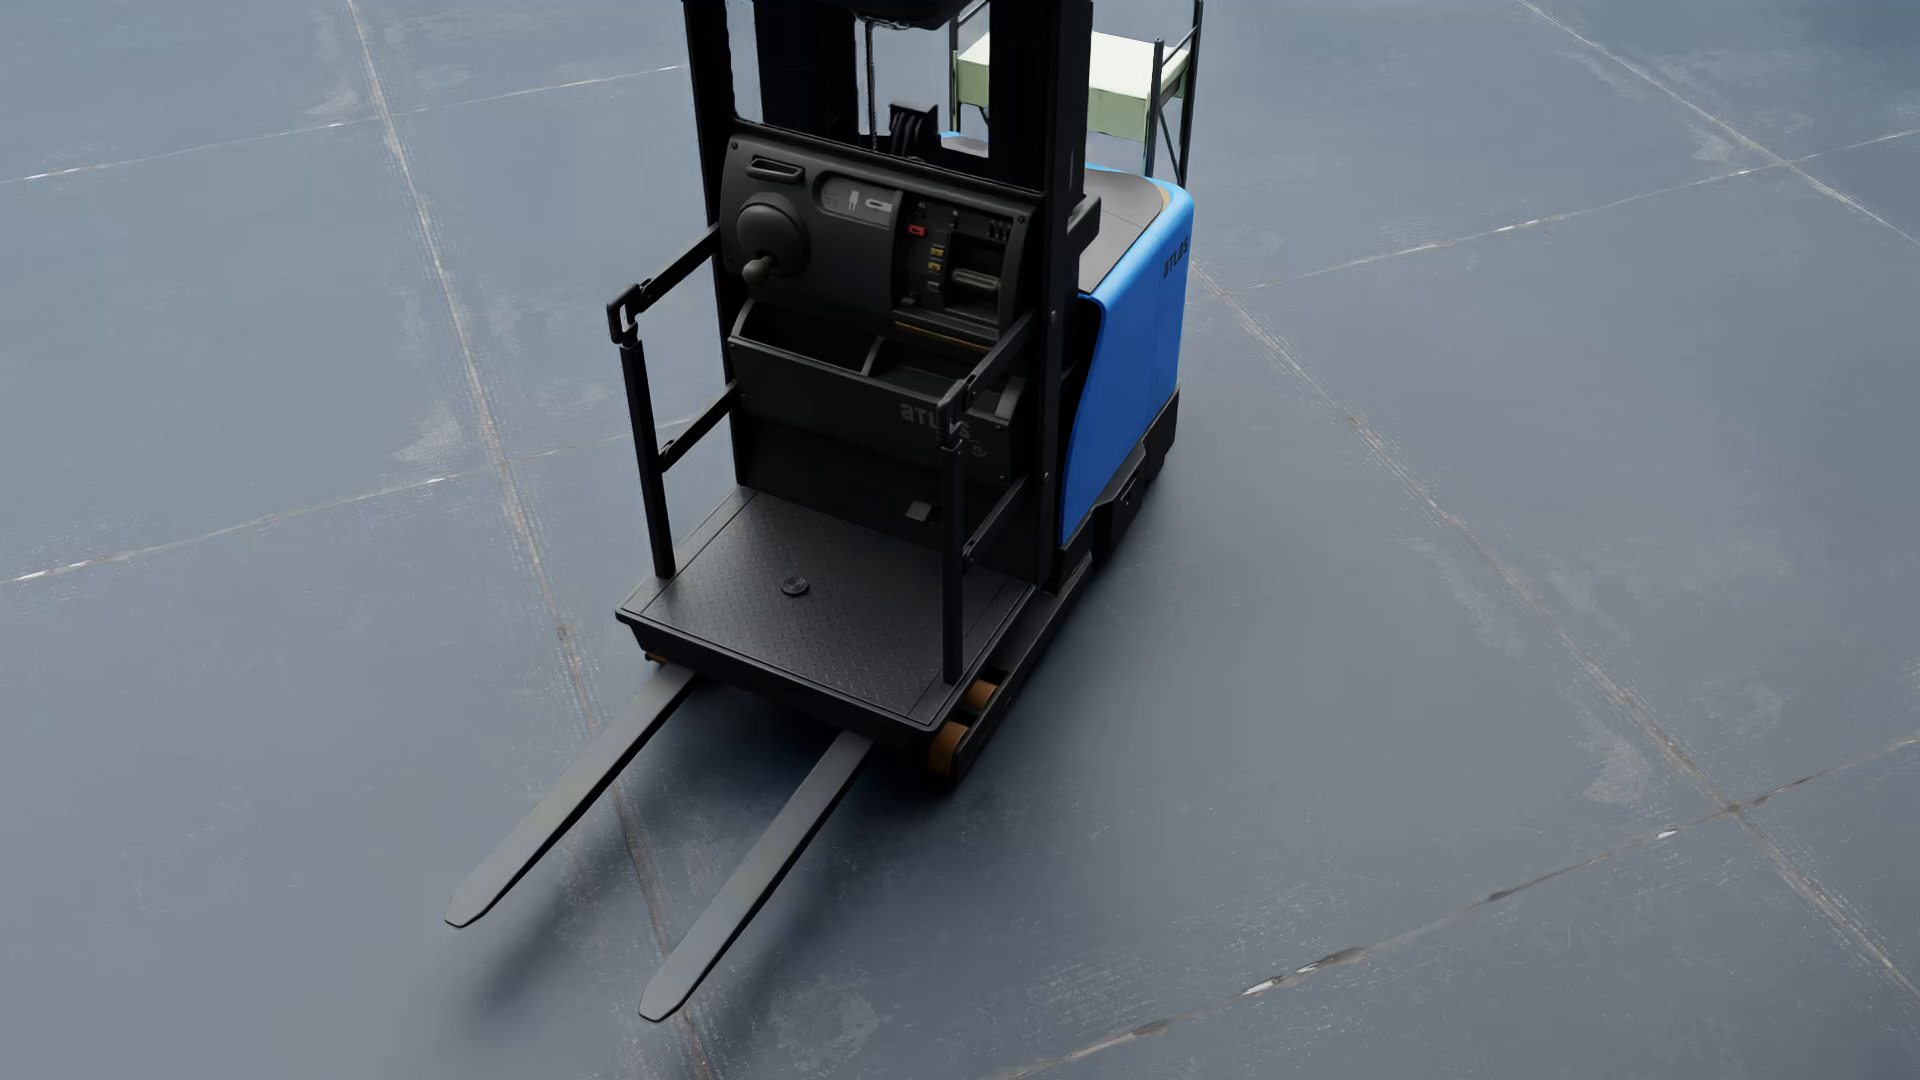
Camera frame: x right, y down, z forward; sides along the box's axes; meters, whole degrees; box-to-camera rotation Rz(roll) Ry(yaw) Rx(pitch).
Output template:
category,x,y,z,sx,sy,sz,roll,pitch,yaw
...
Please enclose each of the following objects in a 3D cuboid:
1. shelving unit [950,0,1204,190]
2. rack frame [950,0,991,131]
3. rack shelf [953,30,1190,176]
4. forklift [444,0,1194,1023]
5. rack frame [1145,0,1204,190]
category,x,y,z,sx,sy,sz,roll,pitch,yaw
shelving unit,0.392,-1.243,6.045,0.755,1.500,0.431,18,44,20
rack frame,0.065,-1.350,6.170,0.023,1.500,0.400,18,44,20
rack shelf,0.392,-1.539,5.791,0.720,0.370,0.431,18,44,20
forklift,-0.339,-0.745,4.368,1.130,2.935,3.031,19,44,20
rack frame,0.719,-1.136,5.921,0.023,1.500,0.400,18,44,20
